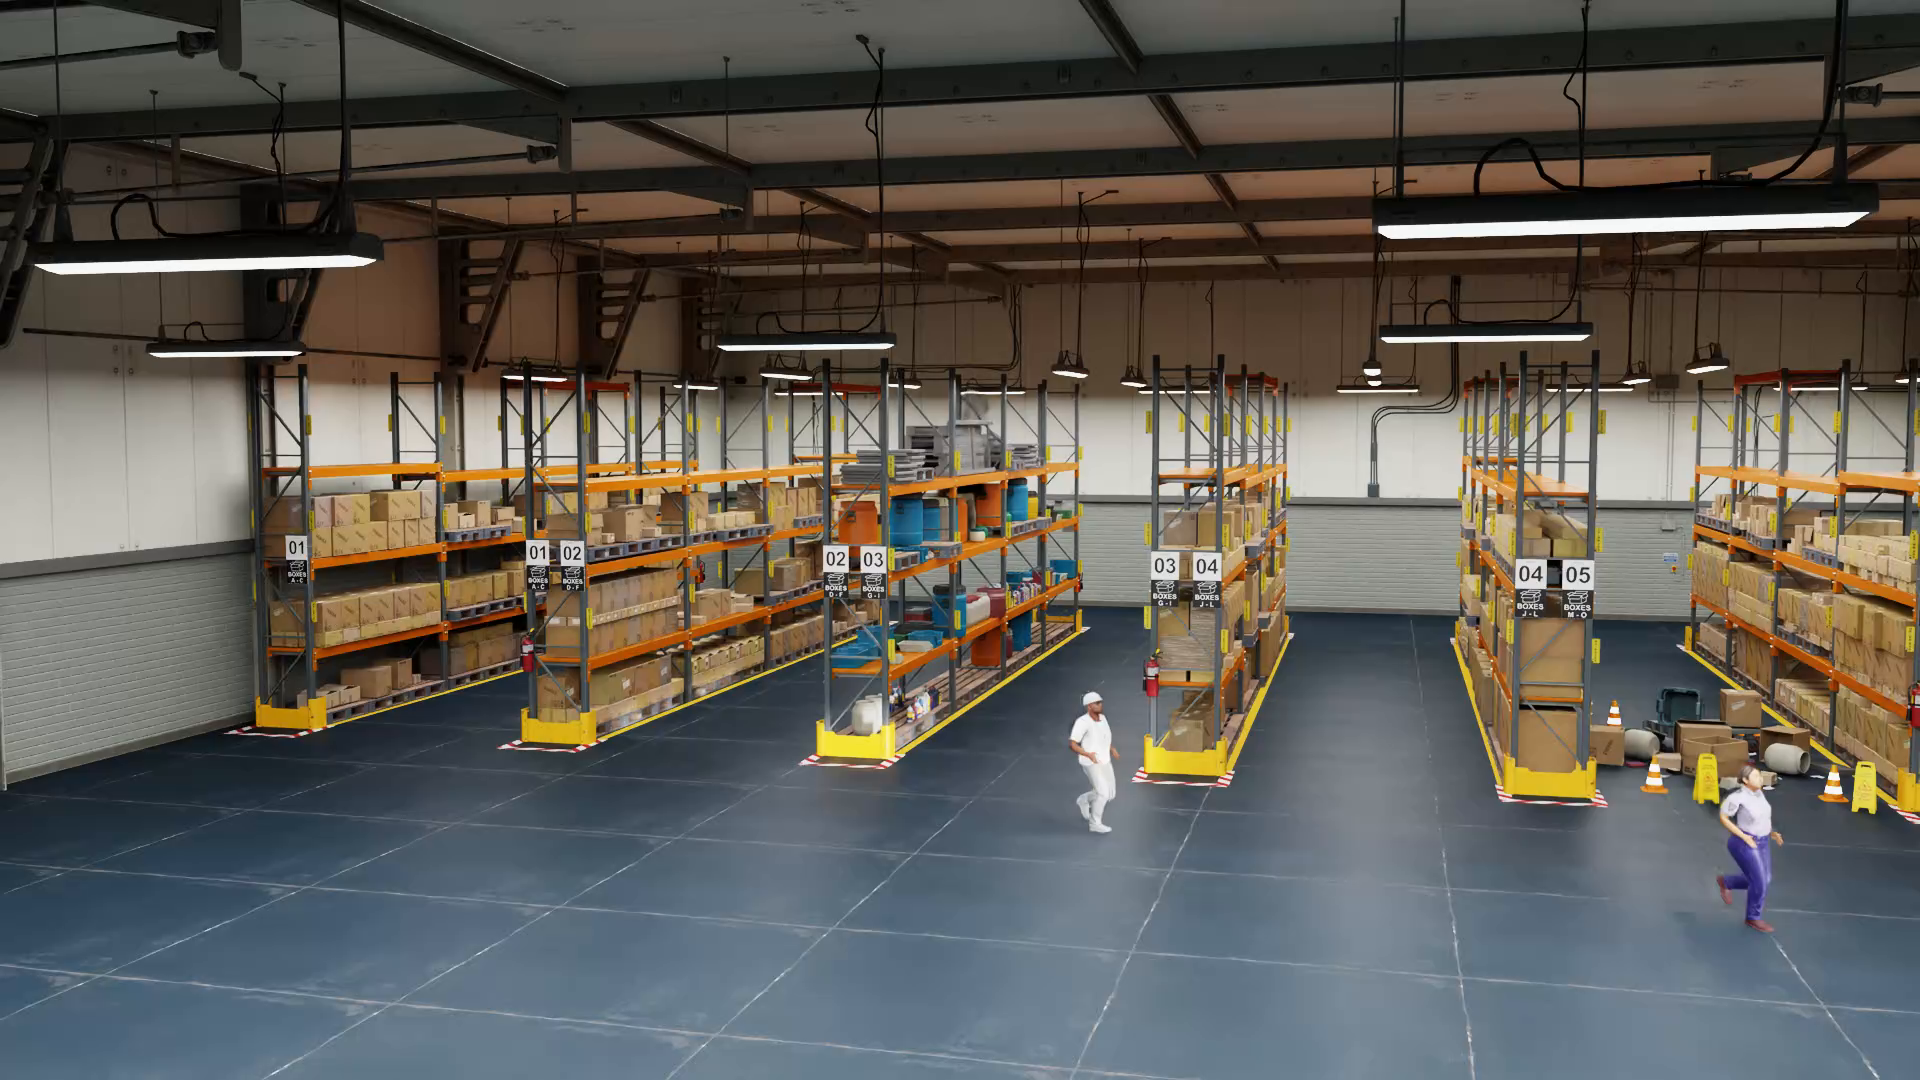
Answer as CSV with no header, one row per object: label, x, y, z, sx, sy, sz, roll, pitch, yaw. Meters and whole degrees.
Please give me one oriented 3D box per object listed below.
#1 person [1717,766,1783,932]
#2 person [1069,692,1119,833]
person,7.876,3.064,16.678,0.608,1.621,0.648,-3,5,-34
person,1.636,2.730,20.507,0.609,1.714,0.697,3,5,42
